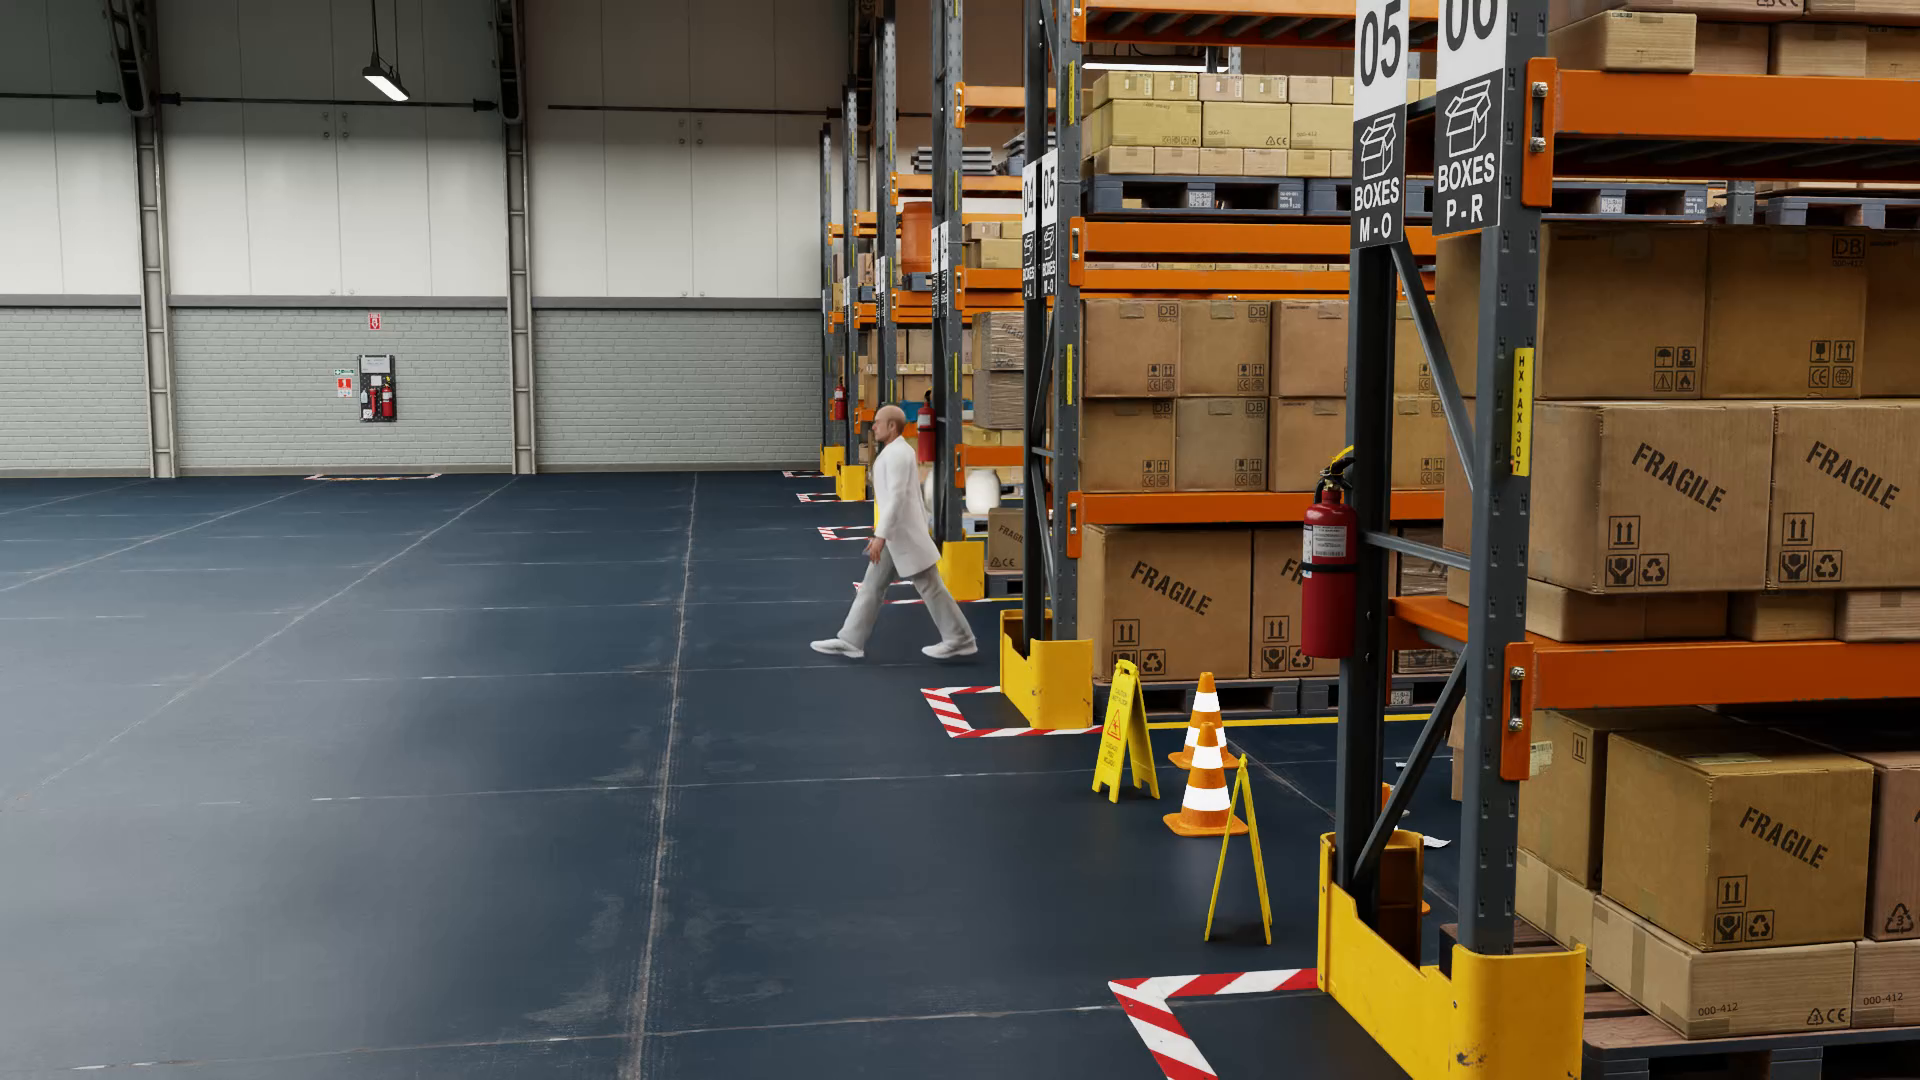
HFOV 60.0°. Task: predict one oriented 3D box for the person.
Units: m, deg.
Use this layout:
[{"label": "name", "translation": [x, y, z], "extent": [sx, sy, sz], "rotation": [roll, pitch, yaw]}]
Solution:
[{"label": "person", "translation": [-0.441, -0.046, 11.158], "extent": [1.127, 1.710, 0.610], "rotation": [-1, 6, -6]}]
